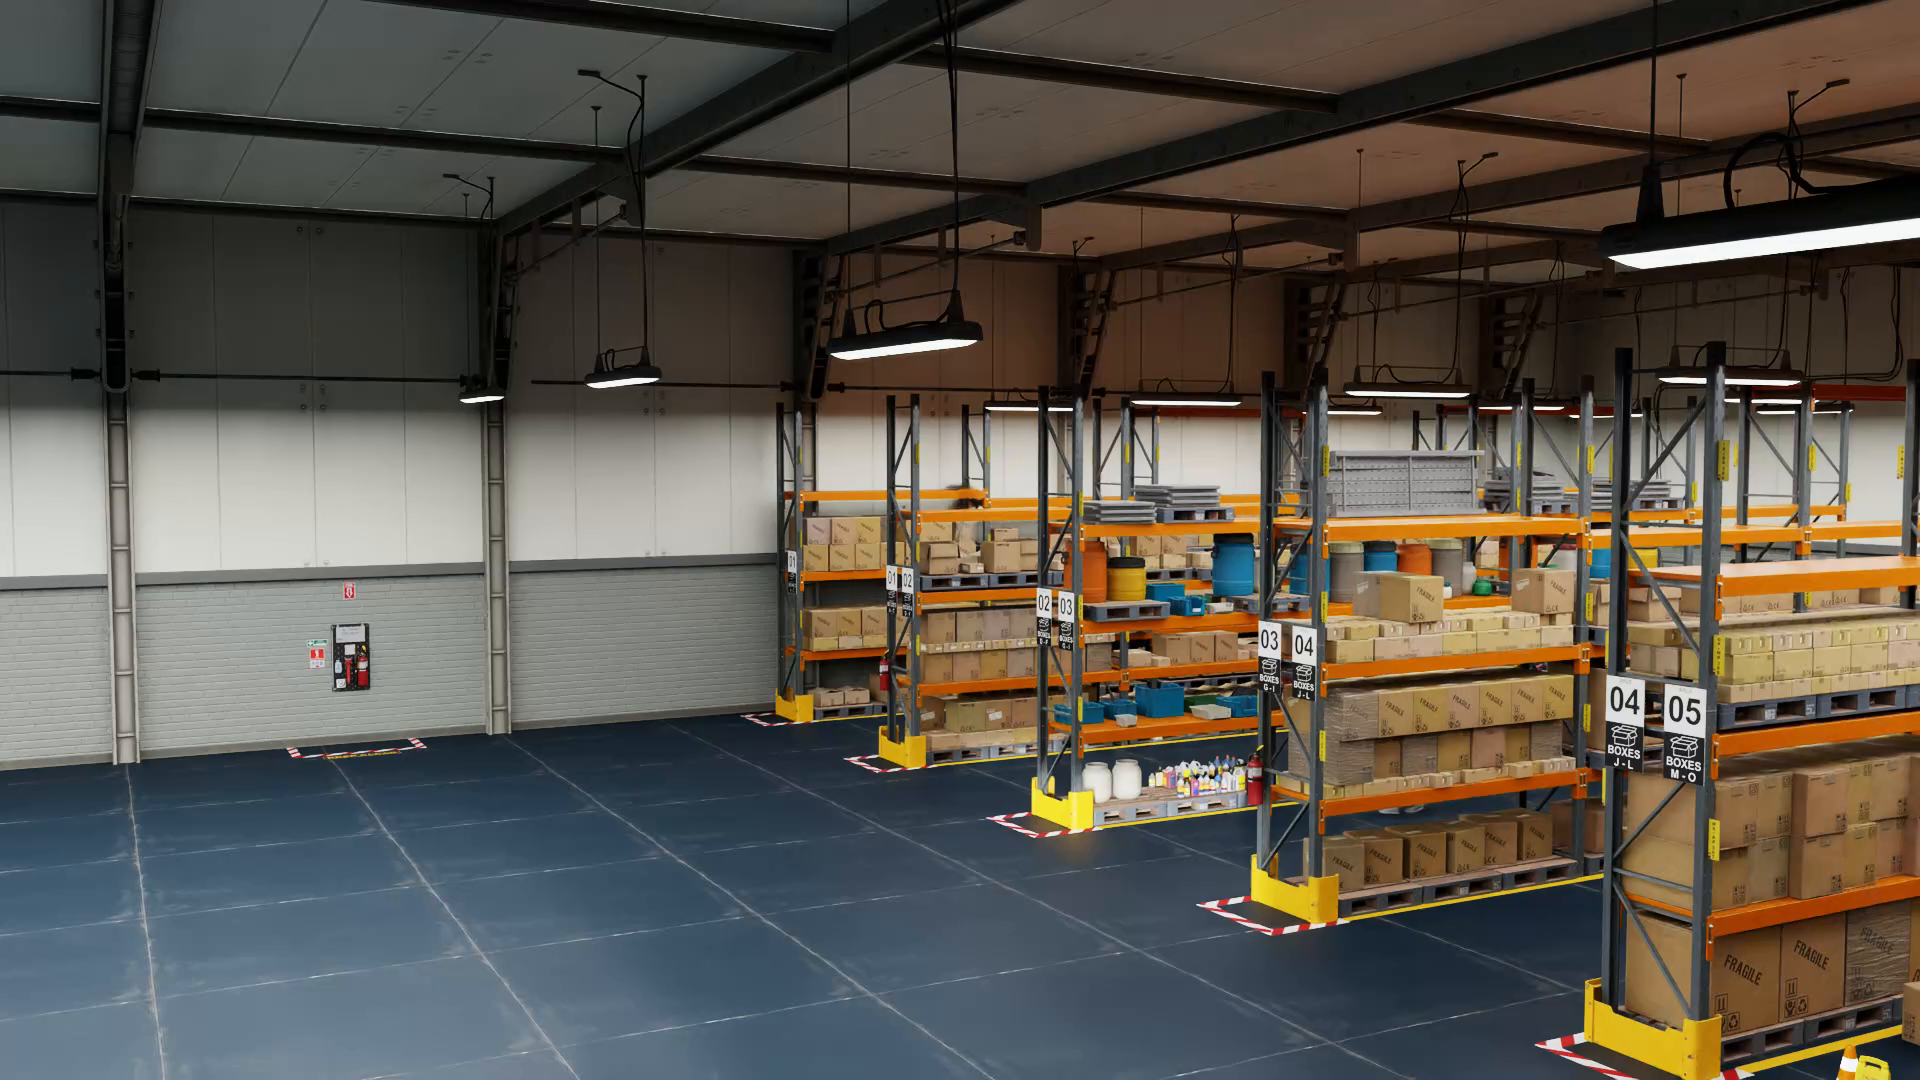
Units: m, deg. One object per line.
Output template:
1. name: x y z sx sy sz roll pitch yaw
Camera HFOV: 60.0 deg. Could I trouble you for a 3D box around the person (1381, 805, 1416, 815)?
1. person: 6.207 3.013 23.336 0.575 1.673 0.548 1 3 11
